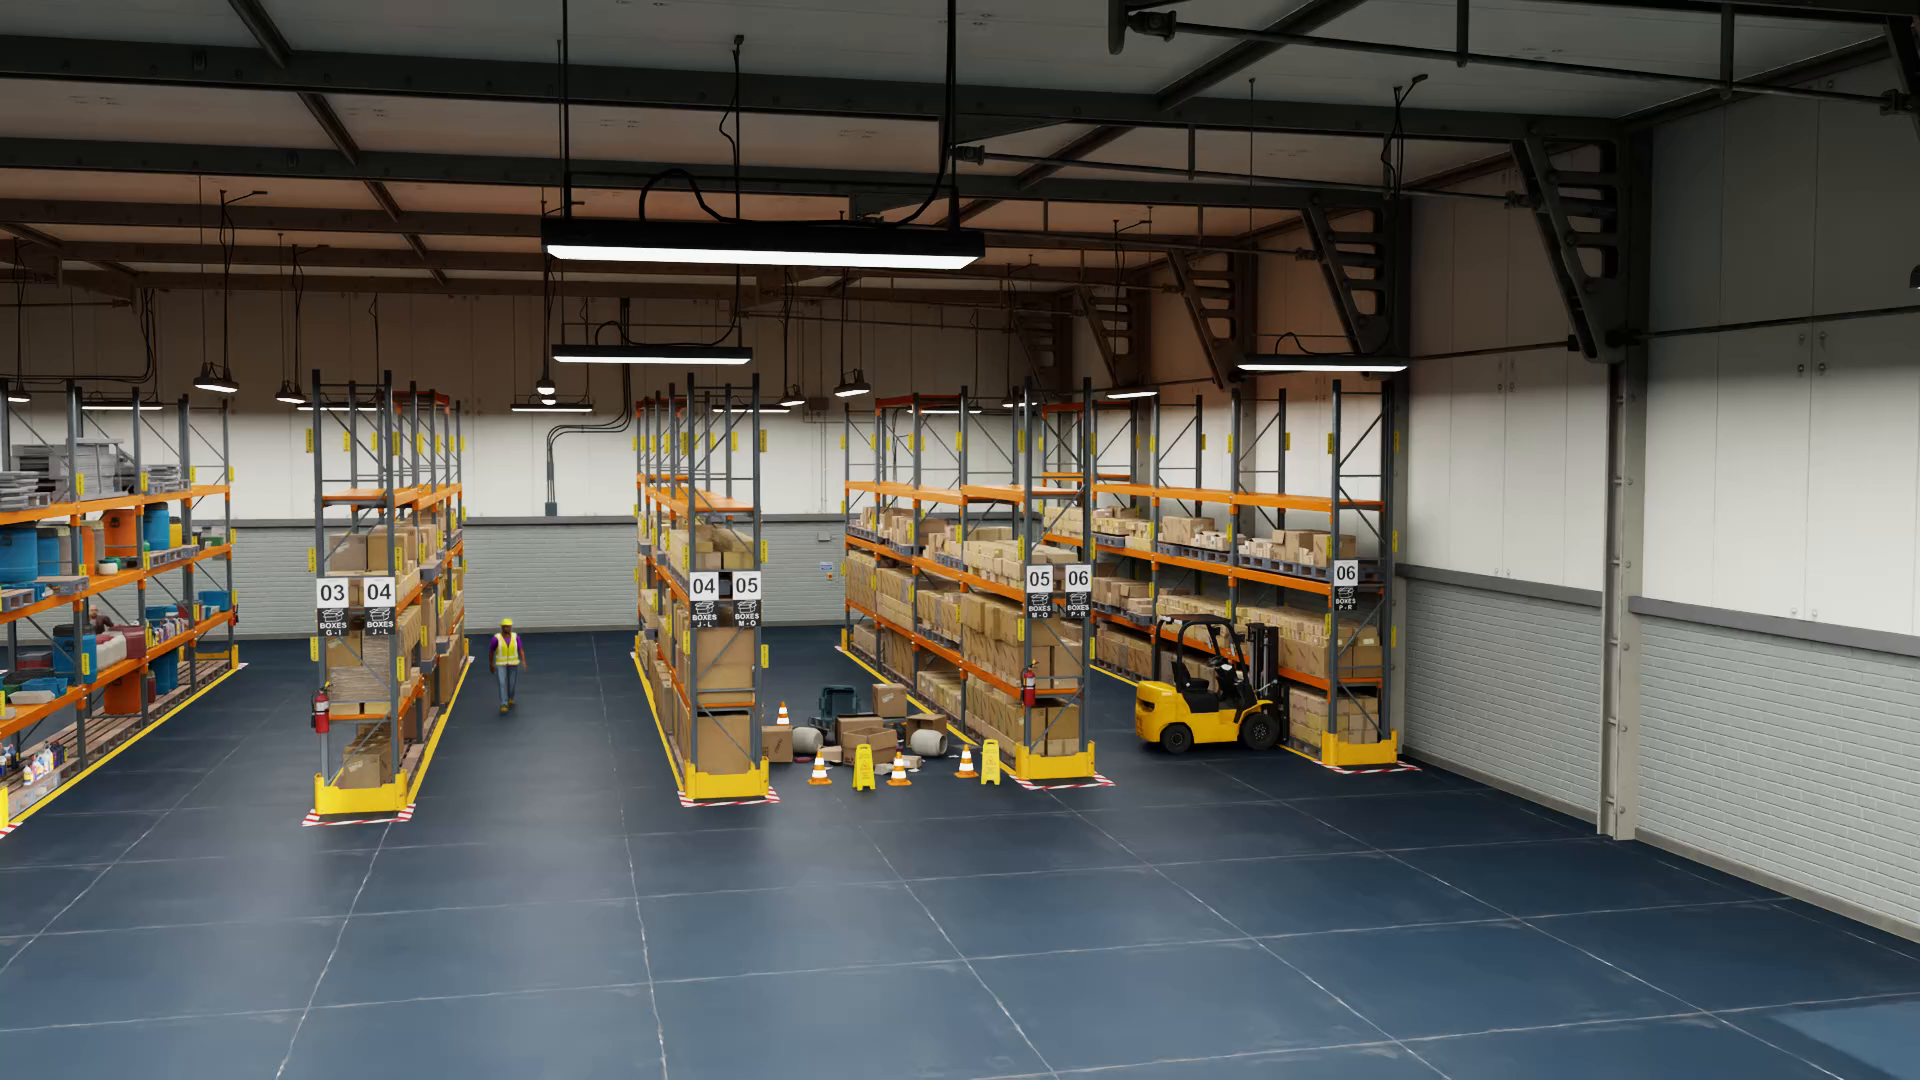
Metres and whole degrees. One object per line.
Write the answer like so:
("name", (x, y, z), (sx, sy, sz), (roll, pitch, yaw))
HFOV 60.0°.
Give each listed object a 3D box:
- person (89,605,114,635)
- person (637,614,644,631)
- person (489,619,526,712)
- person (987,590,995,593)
("person", (-18.002, 2.172, 34.614), (0.673, 1.683, 0.669), (0, 3, -4))
("person", (-7.597, 1.799, 40.628), (0.515, 1.684, 0.947), (2, 4, 36))
("person", (-8.487, 2.331, 31.198), (0.678, 1.711, 1.081), (-1, 3, -16))
("person", (0.755, 1.952, 37.569), (0.452, 1.767, 0.616), (3, 4, 43))
